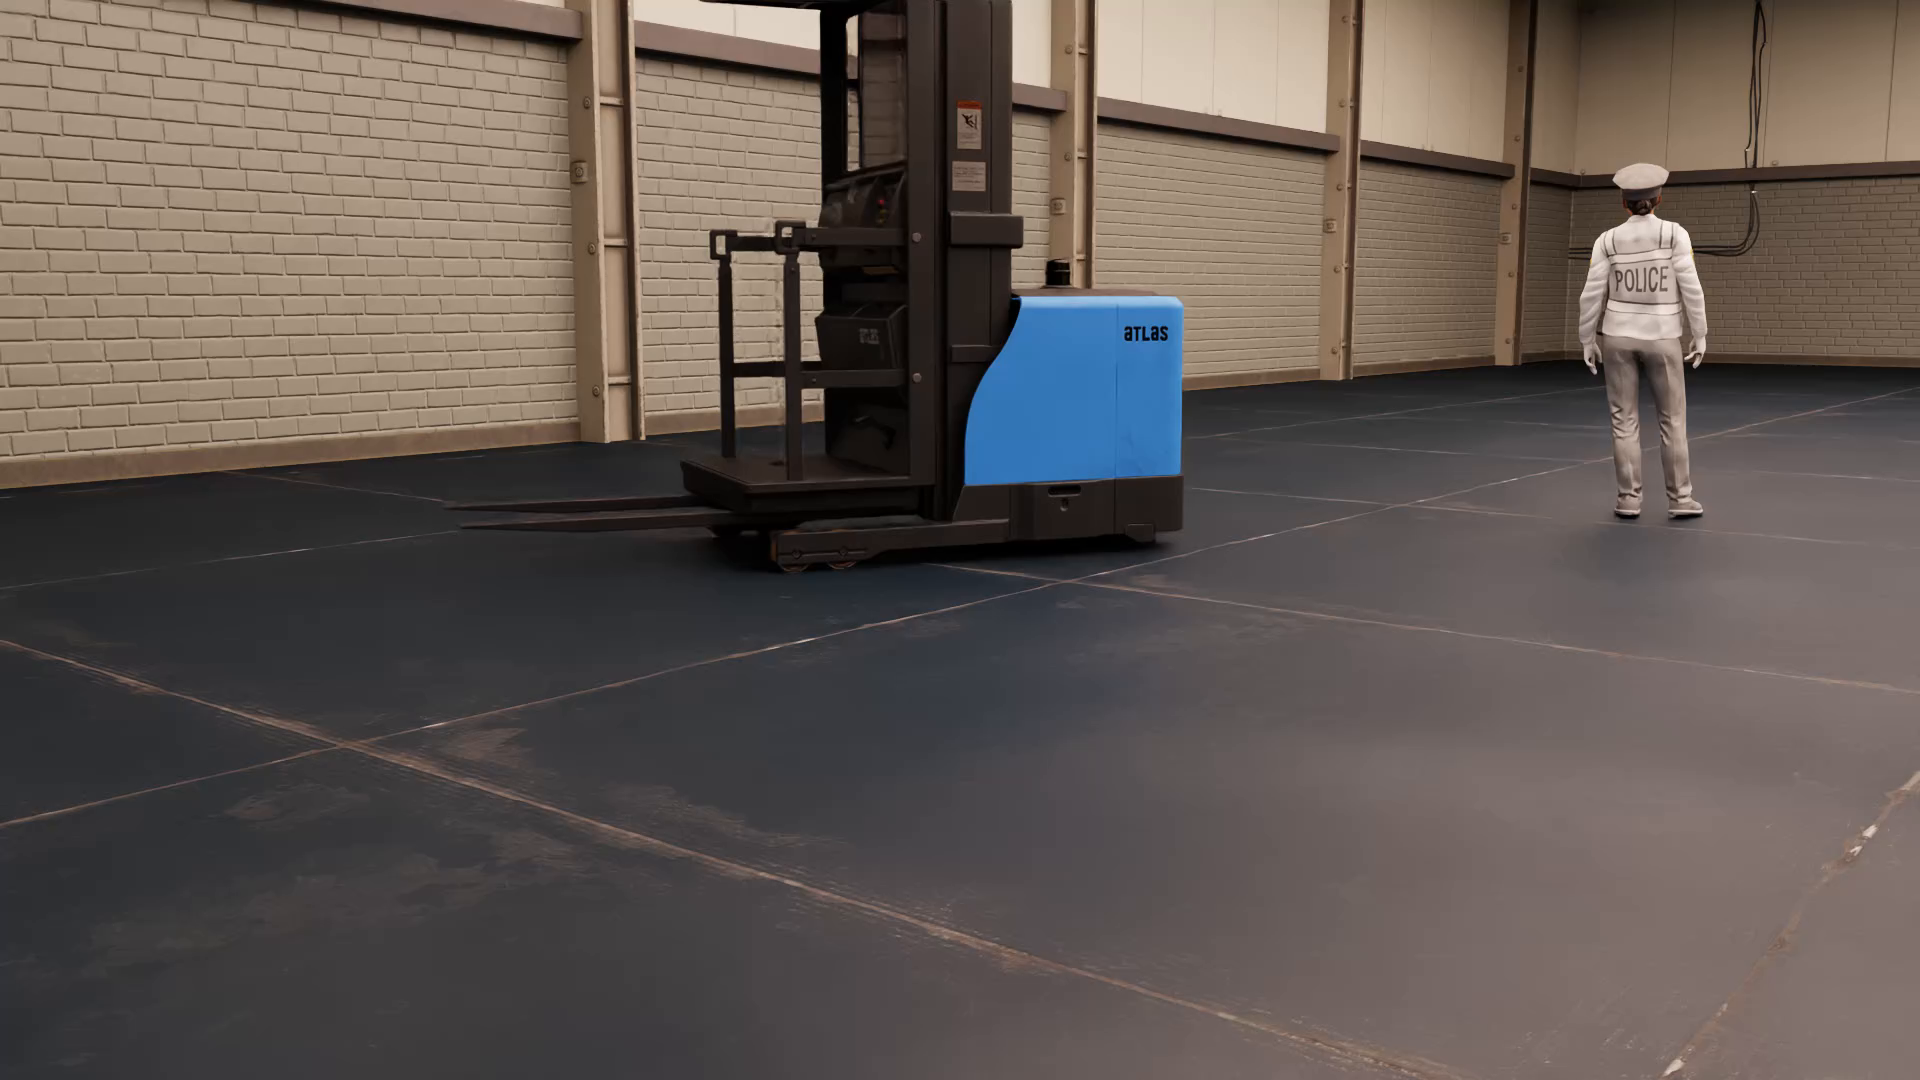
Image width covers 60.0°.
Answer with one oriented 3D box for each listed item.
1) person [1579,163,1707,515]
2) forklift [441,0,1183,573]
[{"bbox_3d":[3.321,-0.962,8.073,0.588,1.695,0.532,5,10,29],"label":"person"},{"bbox_3d":[-0.596,-1.407,6.900,3.031,2.935,1.130,-3,9,-23],"label":"forklift"}]
